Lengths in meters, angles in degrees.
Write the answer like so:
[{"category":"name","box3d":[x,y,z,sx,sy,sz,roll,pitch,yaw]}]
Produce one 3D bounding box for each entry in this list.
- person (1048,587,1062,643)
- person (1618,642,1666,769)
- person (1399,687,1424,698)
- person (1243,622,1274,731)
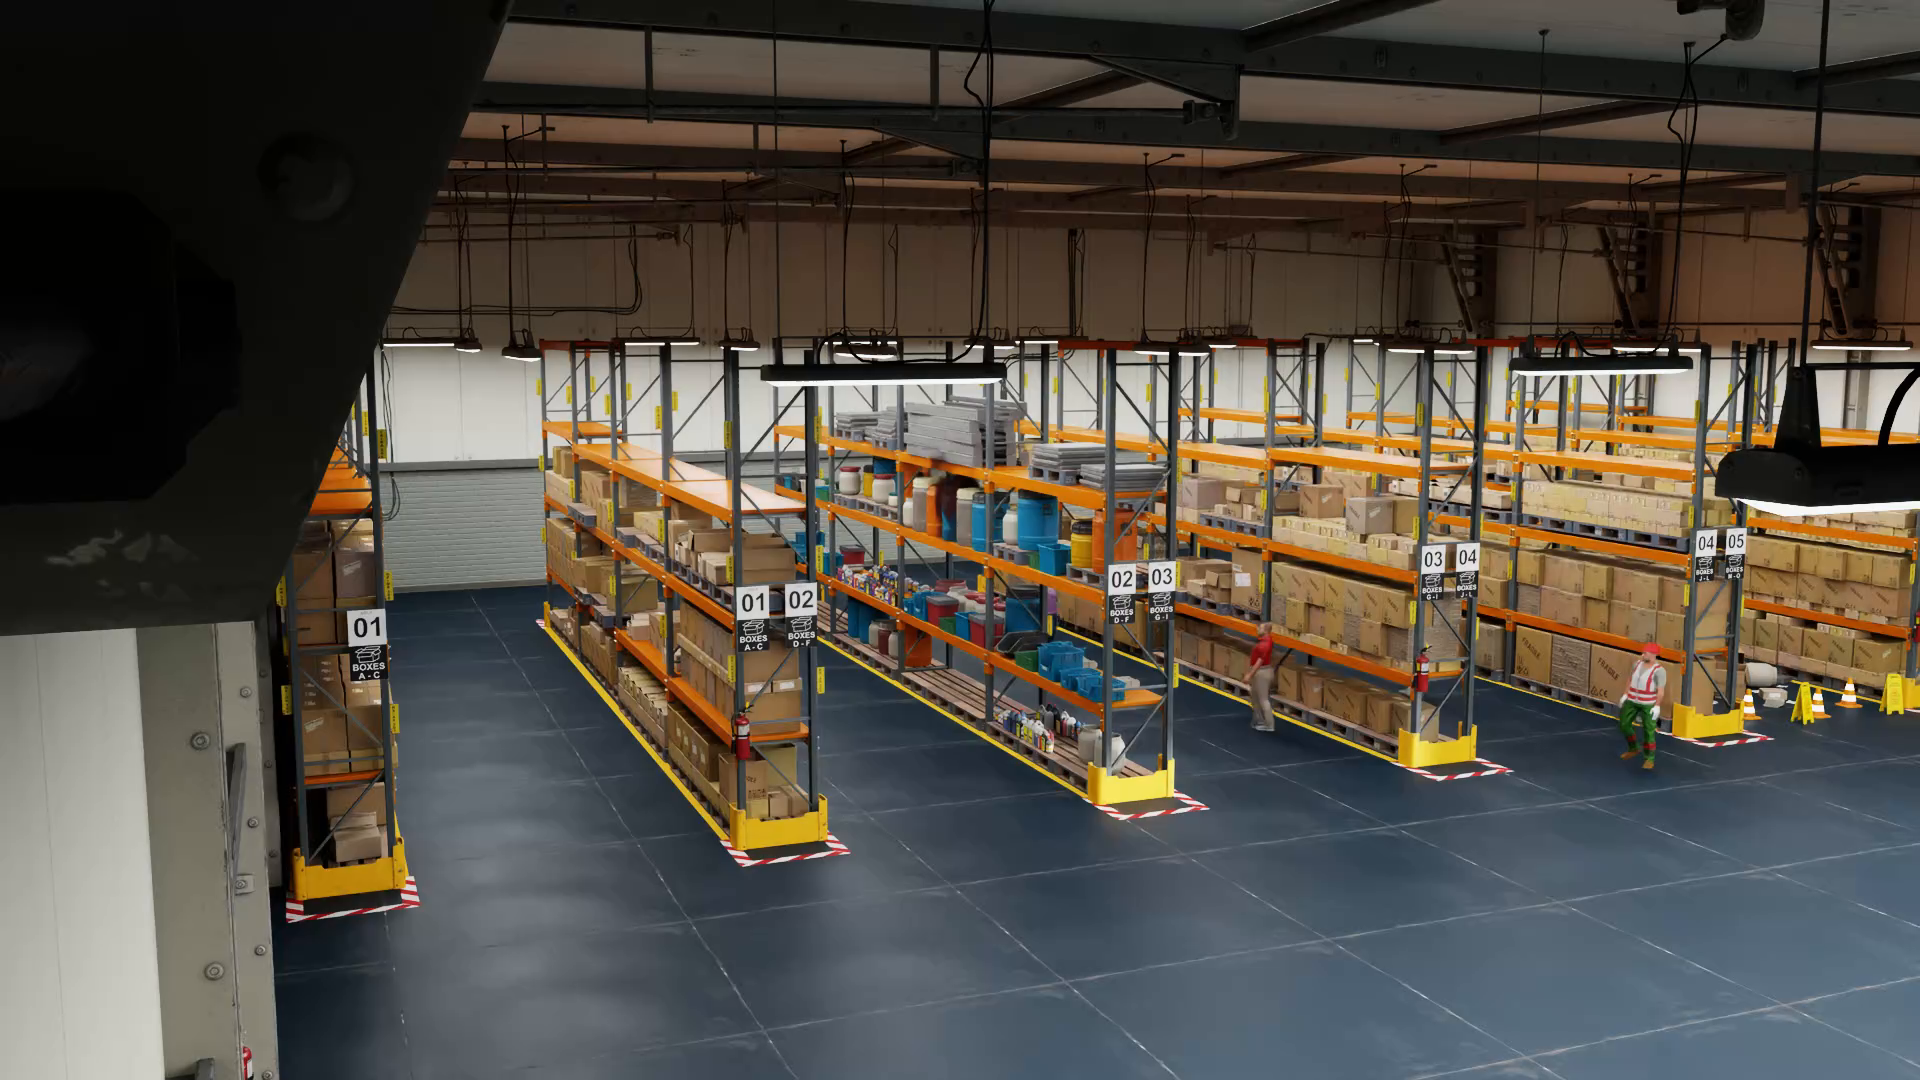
[{"category":"person","box3d":[1.693,1.405,31.807,0.427,1.587,0.444,-4,8,-27]},{"category":"person","box3d":[9.760,2.345,23.818,0.501,1.787,0.637,-7,10,-43]},{"category":"person","box3d":[7.774,1.778,28.254,0.497,1.792,0.569,0,7,-1]},{"category":"person","box3d":[4.669,2.158,25.859,0.544,1.805,0.577,4,9,30]}]
